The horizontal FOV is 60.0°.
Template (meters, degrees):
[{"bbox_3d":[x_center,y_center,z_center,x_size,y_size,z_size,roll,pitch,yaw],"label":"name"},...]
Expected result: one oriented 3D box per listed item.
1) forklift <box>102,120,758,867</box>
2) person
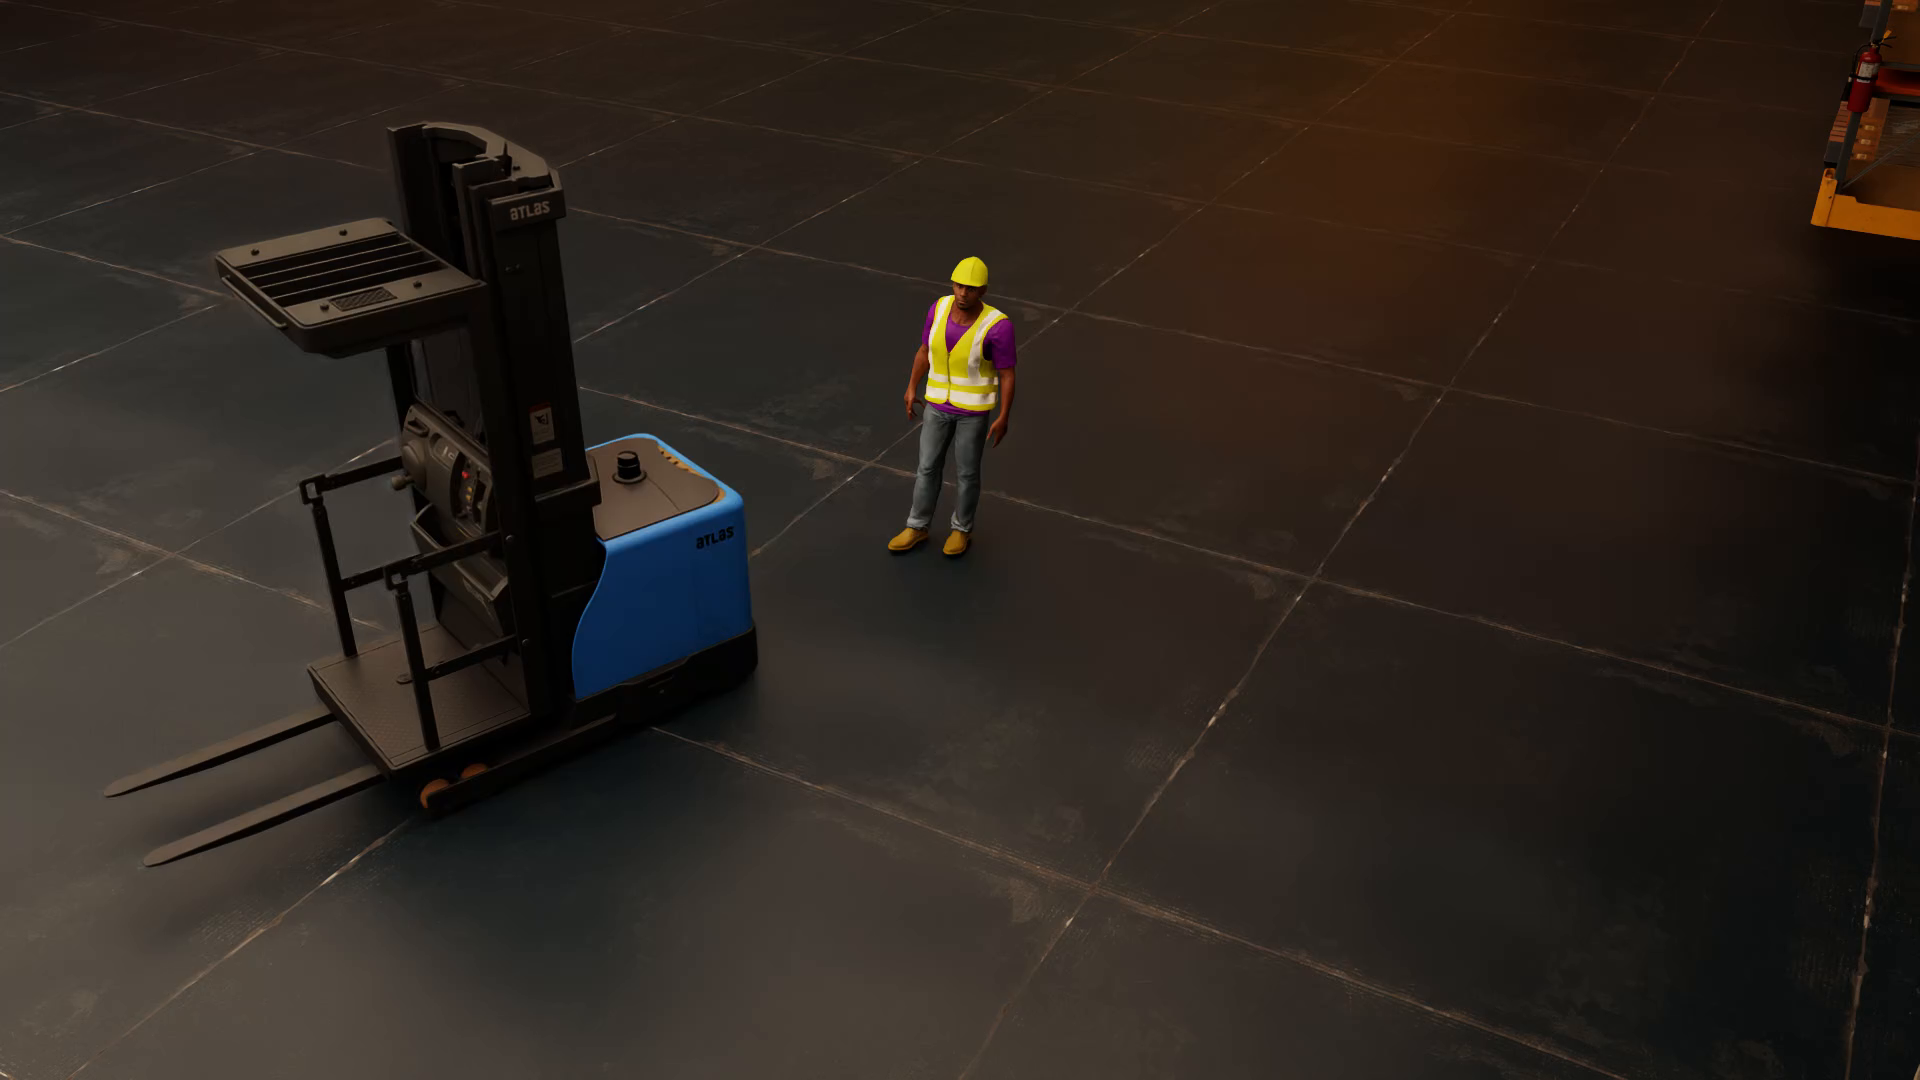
[{"bbox_3d":[-2.524,-0.280,7.557,3.031,2.935,1.130,-22,37,-33],"label":"forklift"},{"bbox_3d":[-0.039,-0.742,9.507,0.665,1.768,0.575,15,33,25],"label":"person"}]
